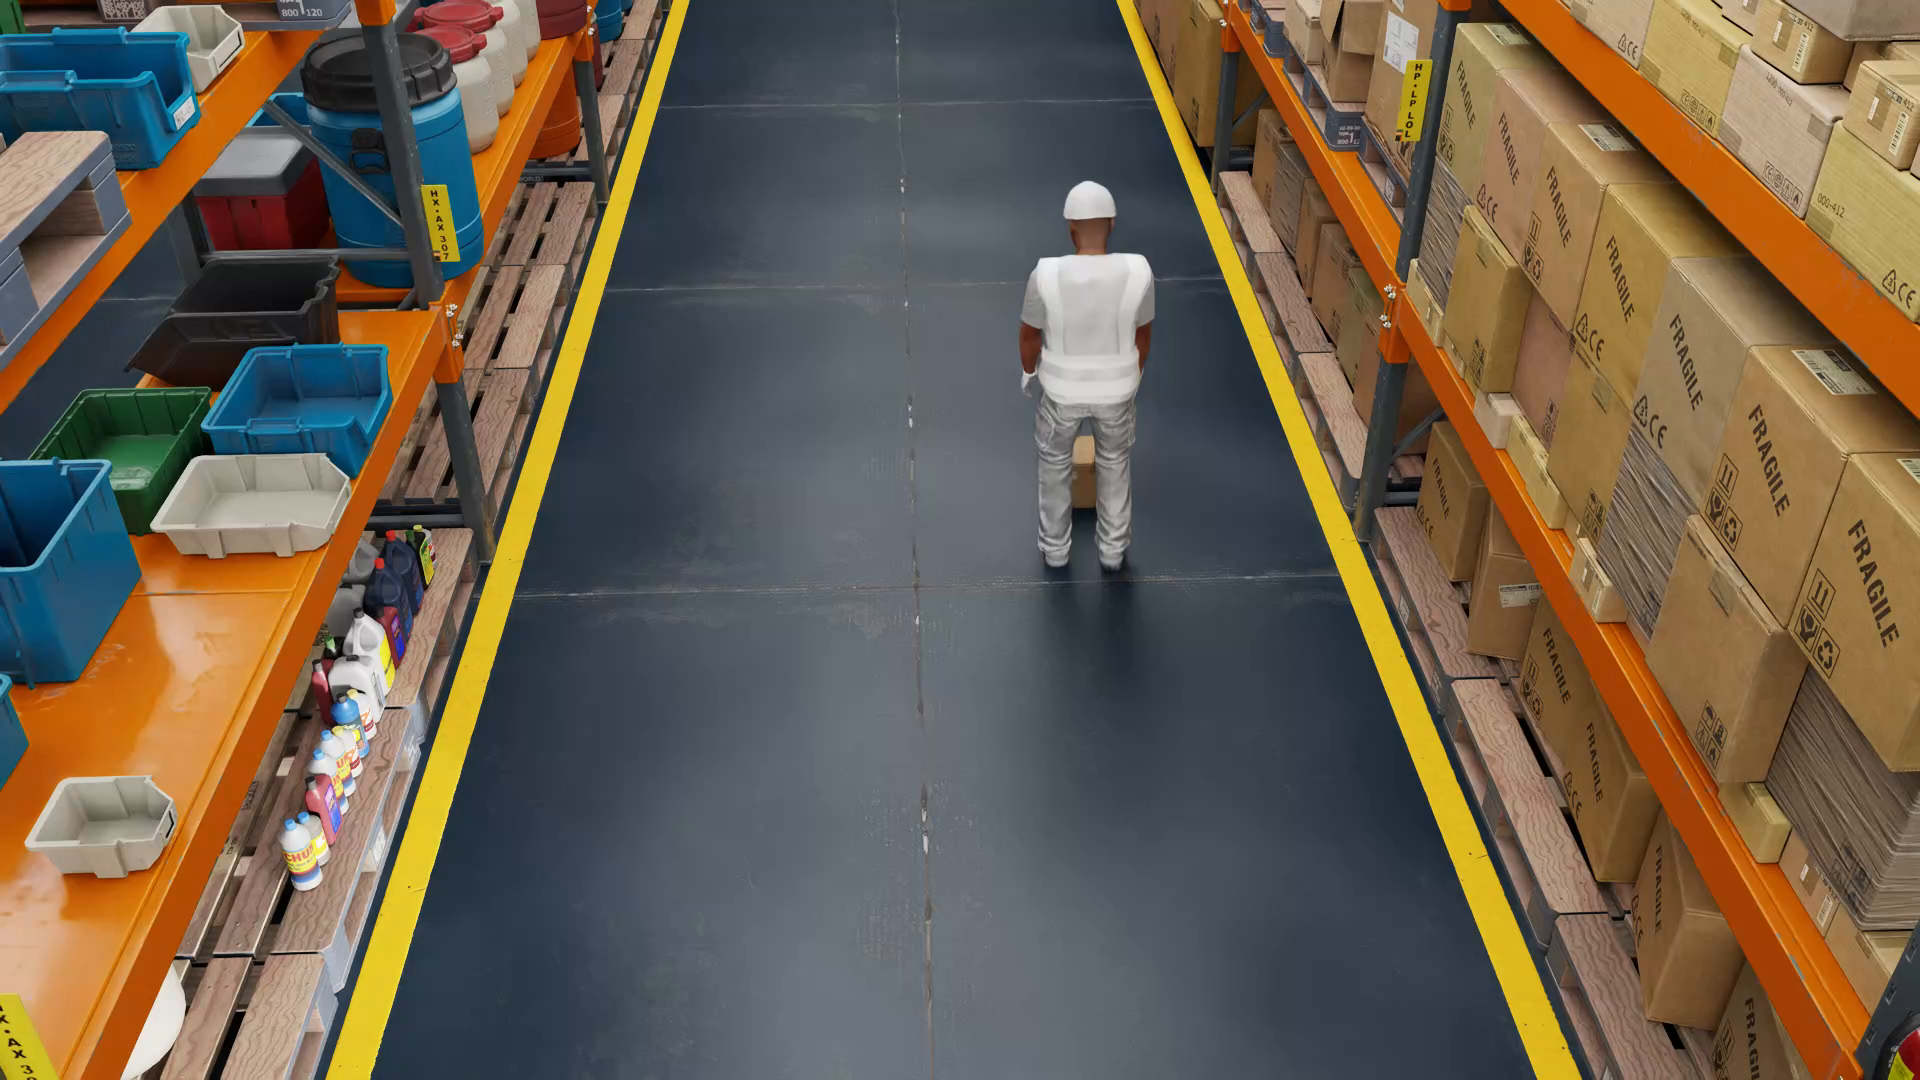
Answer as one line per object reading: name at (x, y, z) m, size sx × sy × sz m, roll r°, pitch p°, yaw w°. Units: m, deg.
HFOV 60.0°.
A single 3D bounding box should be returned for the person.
person at (0.527, -0.673, 7.110) m, size 0.557 × 1.765 × 0.389 m, roll -1°, pitch 35°, yaw -1°
